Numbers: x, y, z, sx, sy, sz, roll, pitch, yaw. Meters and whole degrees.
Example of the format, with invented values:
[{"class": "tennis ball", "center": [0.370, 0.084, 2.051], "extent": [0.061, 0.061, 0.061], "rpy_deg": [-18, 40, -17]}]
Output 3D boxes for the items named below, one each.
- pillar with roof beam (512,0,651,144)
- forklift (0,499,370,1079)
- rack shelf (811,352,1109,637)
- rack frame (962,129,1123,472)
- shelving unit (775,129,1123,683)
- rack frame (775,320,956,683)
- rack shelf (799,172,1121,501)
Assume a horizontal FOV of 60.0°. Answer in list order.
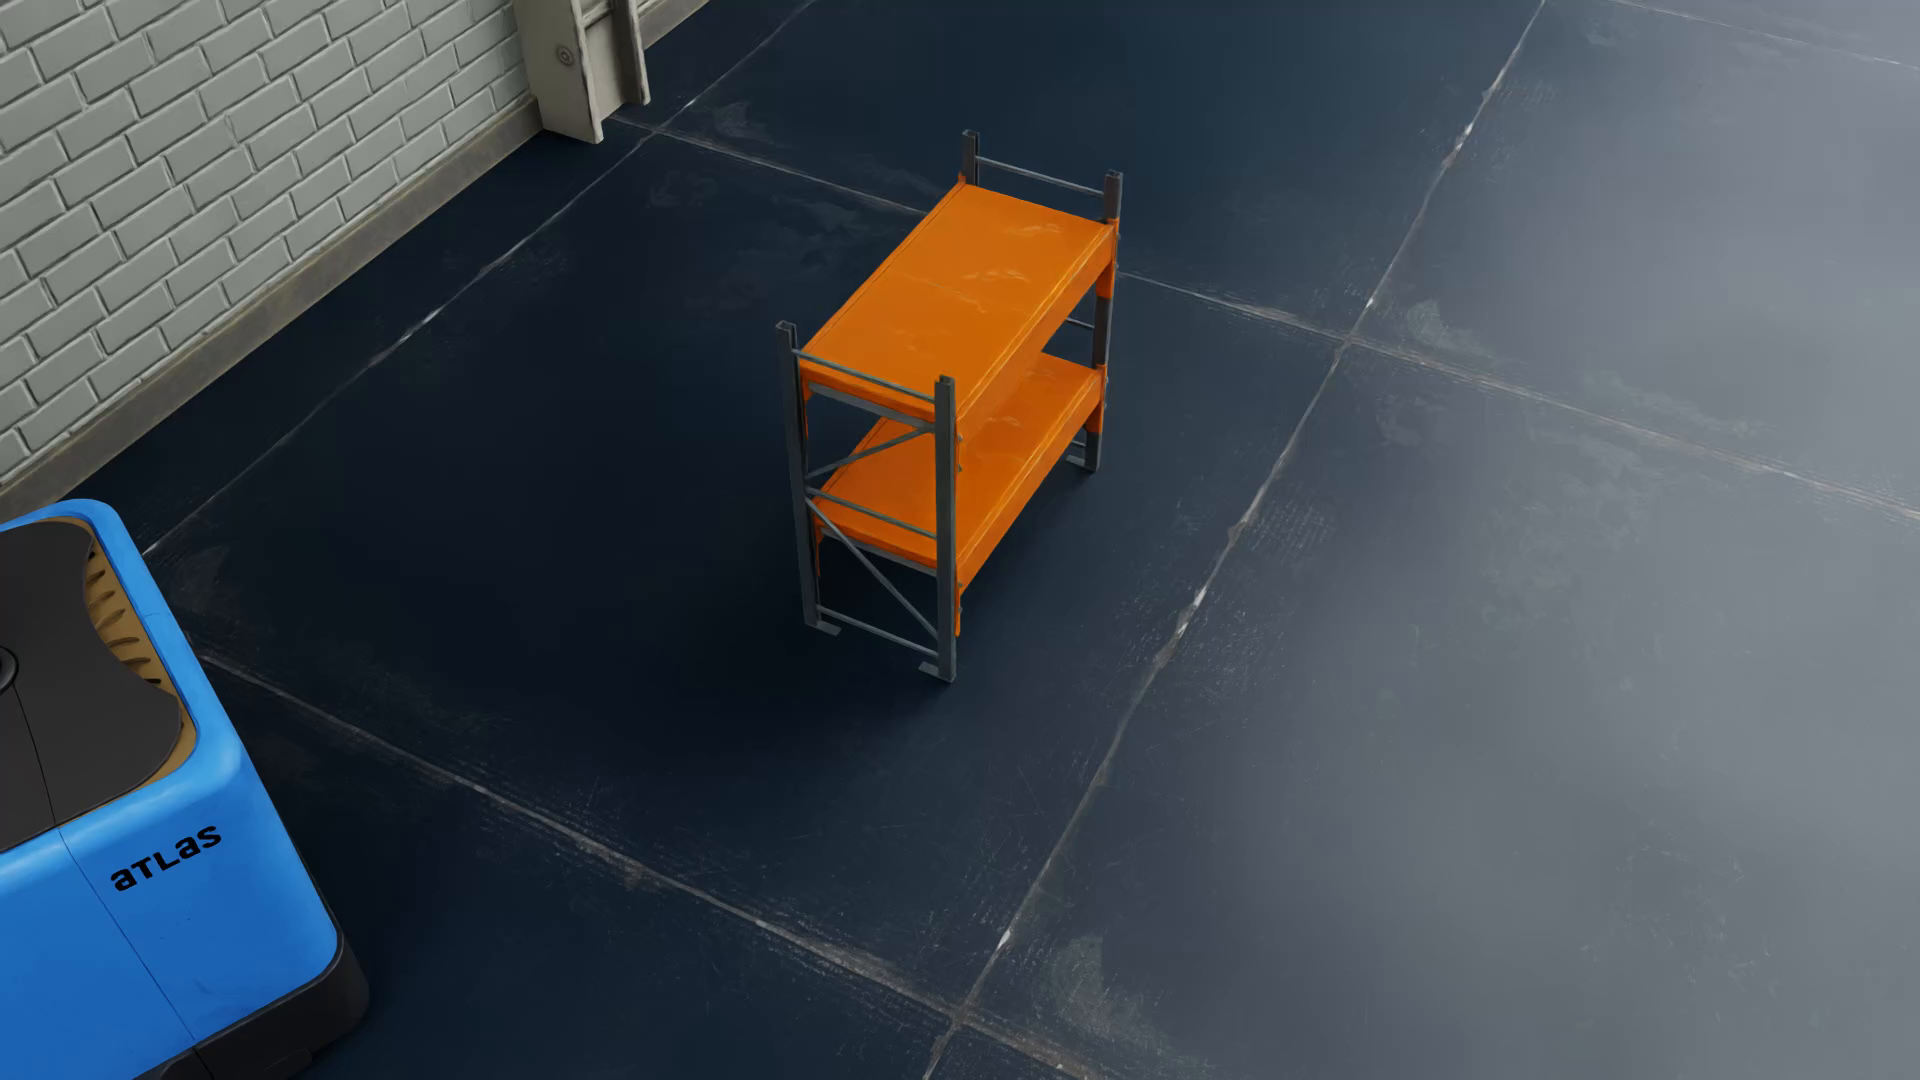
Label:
[{"class": "pillar with roof beam", "center": [2.268, -3.550, 2.432], "extent": [9.100, 9.000, 0.400], "rpy_deg": [20, 49, 19]}, {"class": "forklift", "center": [-2.924, 0.500, 2.695], "extent": [3.031, 2.935, 1.130], "rpy_deg": [-28, 51, -25]}, {"class": "rack shelf", "center": [-0.003, -0.219, 5.020], "extent": [0.538, 0.278, 1.000], "rpy_deg": [20, 49, 19]}, {"class": "rack frame", "center": [0.233, -0.711, 5.162], "extent": [0.500, 1.125, 0.032], "rpy_deg": [20, 49, 19]}, {"class": "shelving unit", "center": [-0.003, -0.391, 4.846], "extent": [0.538, 1.125, 1.048], "rpy_deg": [20, 49, 19]}, {"class": "rack frame", "center": [-0.239, -0.071, 4.529], "extent": [0.500, 1.125, 0.032], "rpy_deg": [20, 49, 19]}, {"class": "rack shelf", "center": [-0.003, -0.597, 4.638], "extent": [0.538, 0.278, 1.000], "rpy_deg": [20, 49, 19]}]
